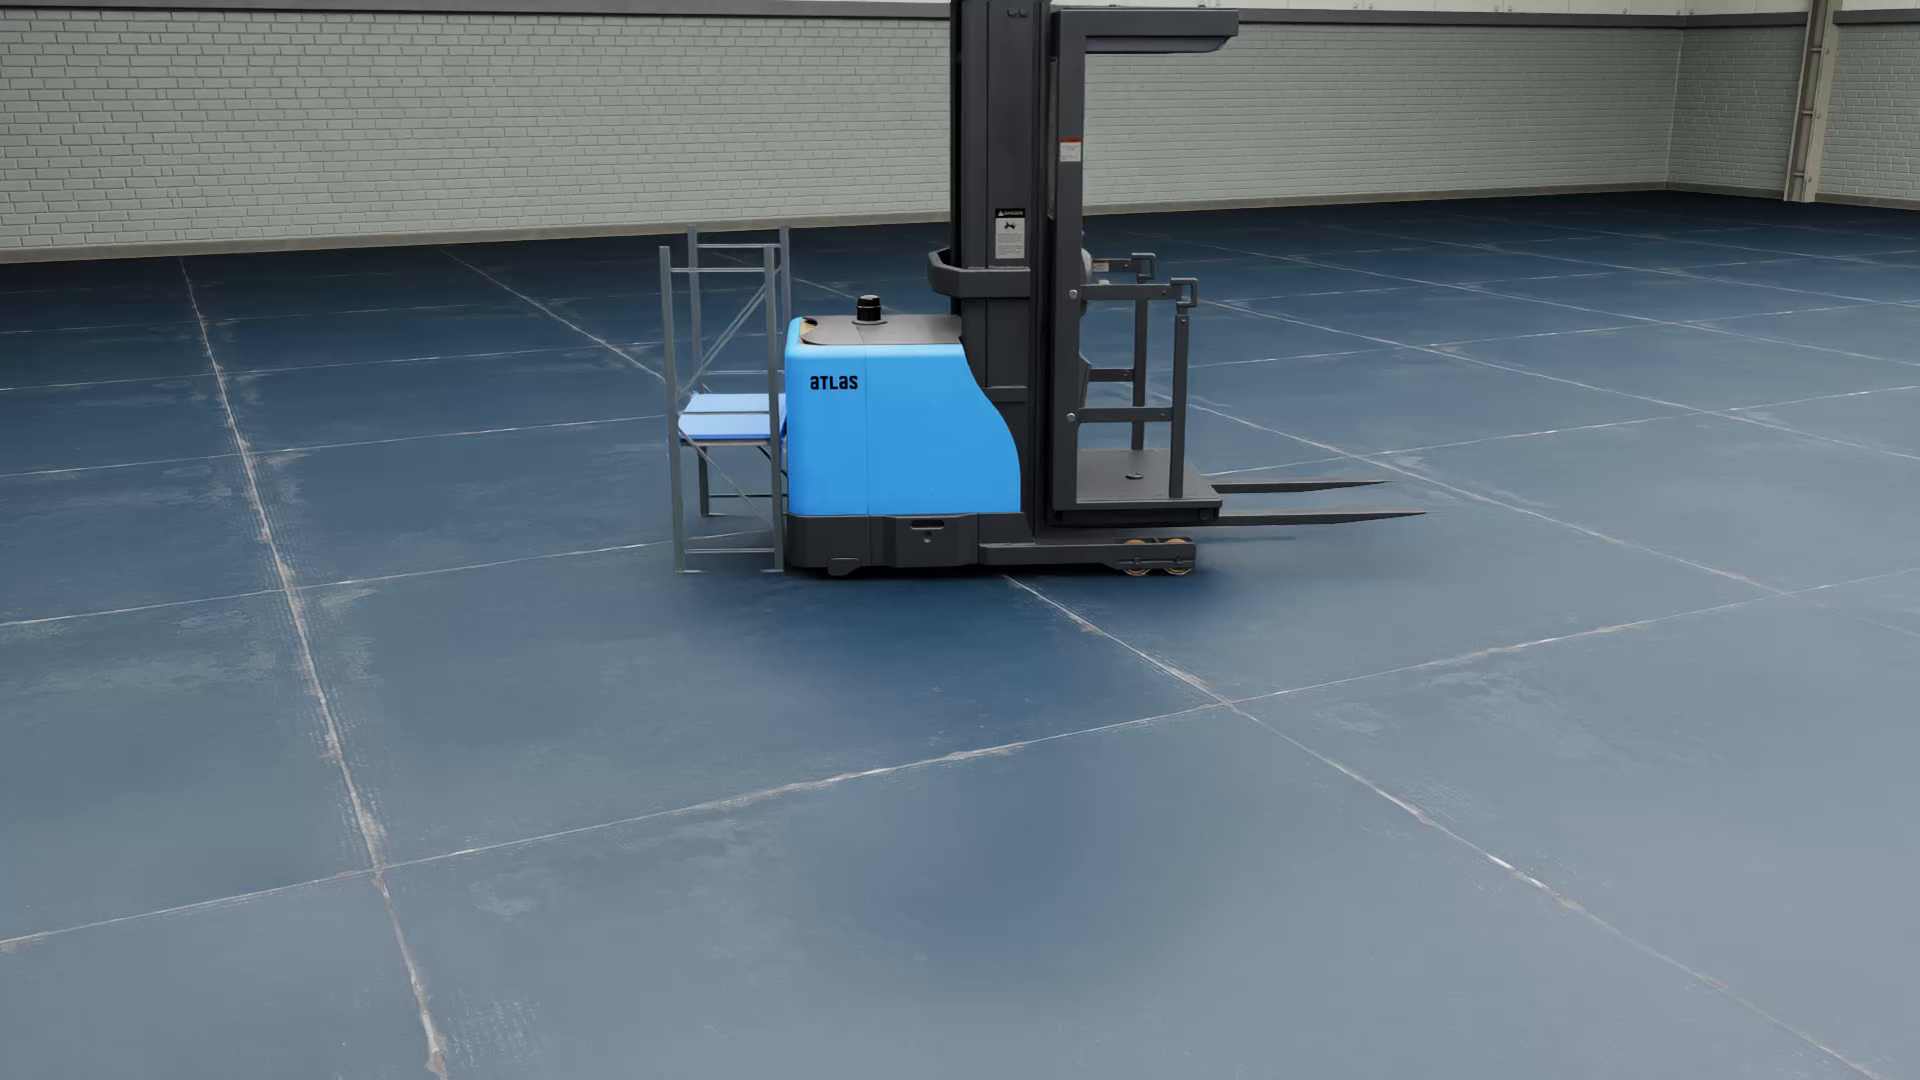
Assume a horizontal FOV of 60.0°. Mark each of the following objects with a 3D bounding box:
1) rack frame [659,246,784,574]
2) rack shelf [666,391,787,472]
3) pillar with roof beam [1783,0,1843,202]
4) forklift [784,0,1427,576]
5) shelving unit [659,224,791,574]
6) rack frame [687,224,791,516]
[{"bbox_3d":[-1.069,-0.571,7.520,0.500,1.500,0.032,-1,16,-2],"label":"rack frame"},{"bbox_3d":[-1.087,-0.538,8.058,0.538,0.185,1.000,-1,16,-2],"label":"rack shelf"},{"bbox_3d":[10.487,-9.602,25.395,9.100,9.000,0.400,-8,18,-25],"label":"pillar with roof beam"},{"bbox_3d":[0.688,-1.387,7.770,3.031,2.935,1.130,-1,16,-4],"label":"forklift"},{"bbox_3d":[-1.087,-0.711,8.008,0.538,1.500,1.048,-1,16,-2],"label":"shelving unit"},{"bbox_3d":[-1.106,-0.851,8.496,0.500,1.500,0.032,-1,16,-2],"label":"rack frame"}]
